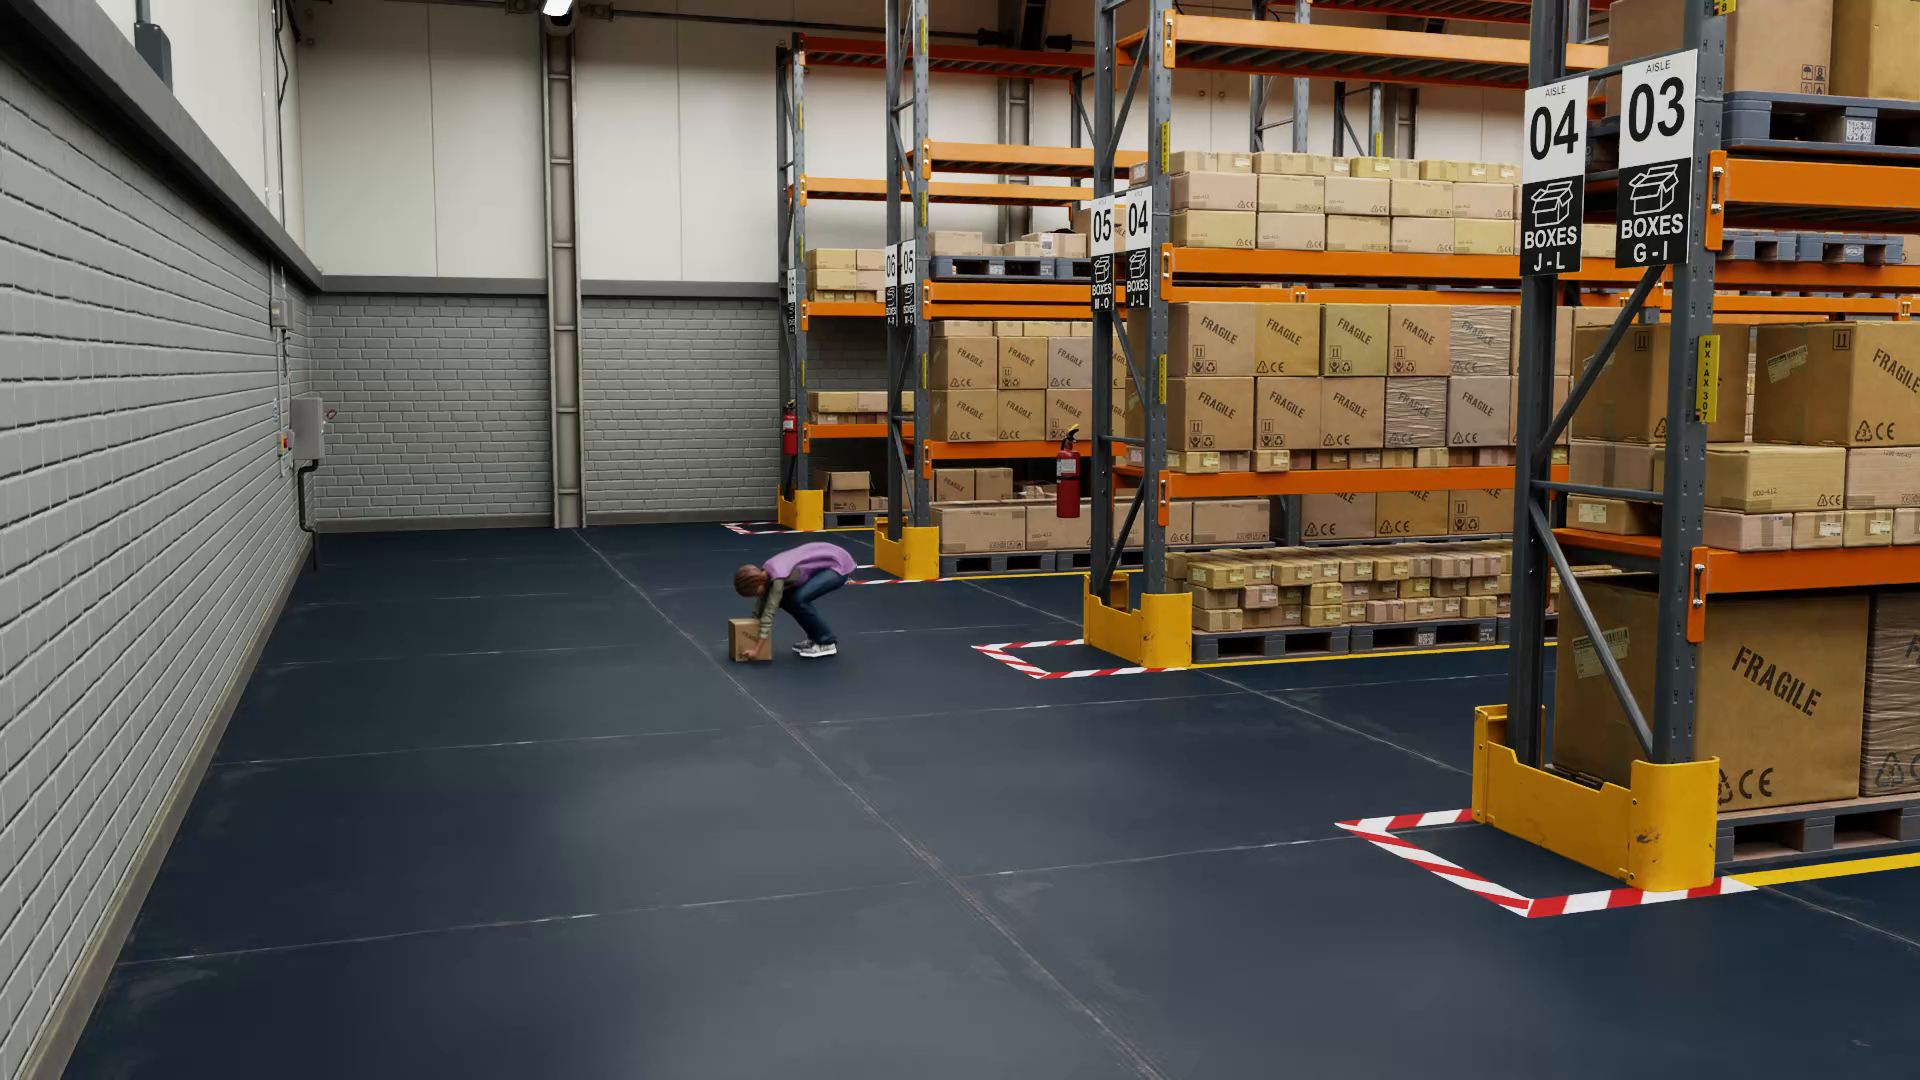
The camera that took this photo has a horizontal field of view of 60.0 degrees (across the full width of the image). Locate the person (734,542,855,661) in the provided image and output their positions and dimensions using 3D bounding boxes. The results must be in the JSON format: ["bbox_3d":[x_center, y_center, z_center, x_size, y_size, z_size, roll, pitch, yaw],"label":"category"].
[{"bbox_3d":[-1.155,0.424,11.637,0.864,0.807,0.432,-2,6,-21],"label":"person"}]
